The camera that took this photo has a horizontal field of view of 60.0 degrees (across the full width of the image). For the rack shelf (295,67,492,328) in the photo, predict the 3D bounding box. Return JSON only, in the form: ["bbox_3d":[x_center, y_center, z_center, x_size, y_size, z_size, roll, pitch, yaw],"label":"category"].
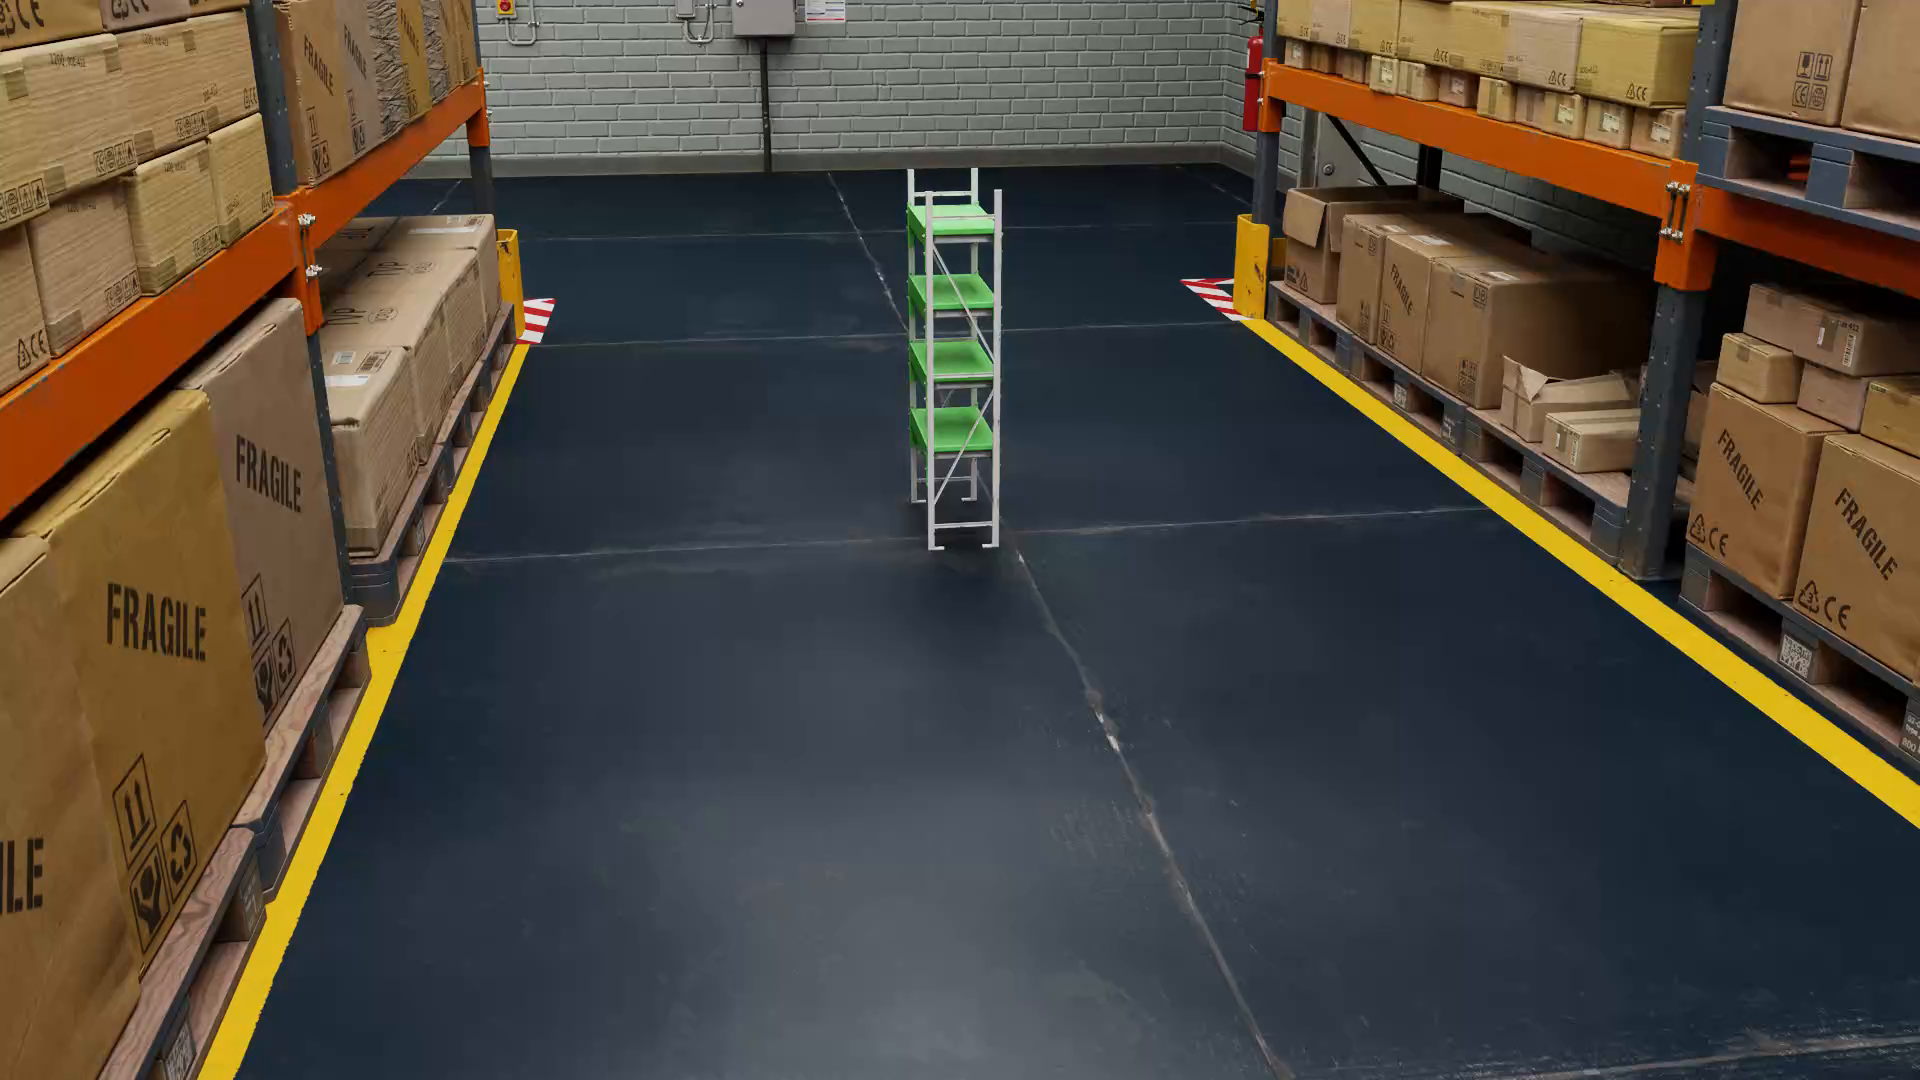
[{"bbox_3d":[-2.543,-1.415,6.244,1.077,0.370,4.000,-3,21,-8],"label":"rack shelf"}]

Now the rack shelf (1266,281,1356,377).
[{"bbox_3d":[-11.733,0.255,1.034,30.696,2.800,11.642,-3,21,-8],"label":"rack shelf"}]

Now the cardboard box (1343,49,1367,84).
[{"bbox_3d":[1.986,-2.185,7.638,0.380,0.149,0.250,-2,21,-6],"label":"cardboard box"}]

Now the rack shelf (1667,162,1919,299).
[{"bbox_3d":[2.944,-0.281,3.210,1.077,0.370,4.000,-3,21,-8],"label":"rack shelf"}]

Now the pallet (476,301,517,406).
[{"bbox_3d":[-2.639,-0.865,7.730,1.003,0.211,1.213,-3,21,-8],"label":"pallet"}]

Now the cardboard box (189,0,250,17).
[{"bbox_3d":[-1.942,-1.432,3.692,0.500,0.500,0.500,-2,21,-6],"label":"cardboard box"}]

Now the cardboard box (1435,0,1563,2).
[{"bbox_3d":[2.095,-2.426,6.642,0.500,0.500,0.500,-2,21,-6],"label":"cardboard box"}]

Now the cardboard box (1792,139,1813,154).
[{"bbox_3d":[2.878,-1.323,5.331,0.380,0.149,0.250,-3,21,-8],"label":"cardboard box"}]

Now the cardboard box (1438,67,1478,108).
[{"bbox_3d":[2.155,-1.826,6.677,0.380,0.149,0.250,-3,21,-8],"label":"cardboard box"}]

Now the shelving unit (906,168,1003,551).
[{"bbox_3d":[-0.024,-0.619,5.660,0.258,1.200,0.503,-3,21,-8],"label":"shelving unit"}]

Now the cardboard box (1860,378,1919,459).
[{"bbox_3d":[2.609,-0.322,4.338,0.380,0.149,0.250,-4,21,-11],"label":"cardboard box"}]

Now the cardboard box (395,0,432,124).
[{"bbox_3d":[-2.272,-1.807,6.124,0.500,0.500,0.500,-2,21,-6],"label":"cardboard box"}]

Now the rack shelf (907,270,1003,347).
[{"bbox_3d":[-0.024,-0.784,5.598,0.258,0.148,0.480,-3,21,-8],"label":"rack shelf"}]

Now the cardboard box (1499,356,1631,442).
[{"bbox_3d":[2.234,-0.528,6.151,0.396,0.266,0.258,-2,21,-6],"label":"cardboard box"}]

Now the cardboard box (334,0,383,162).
[{"bbox_3d":[-2.132,-1.456,5.185,0.500,0.500,0.500,-3,21,-7],"label":"cardboard box"}]

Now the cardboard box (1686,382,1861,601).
[{"bbox_3d":[2.503,-0.158,4.823,0.500,0.500,0.500,-2,21,-5],"label":"cardboard box"}]

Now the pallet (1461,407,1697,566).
[{"bbox_3d":[2.558,-0.242,6.063,1.003,0.211,1.213,-3,21,-8],"label":"pallet"}]

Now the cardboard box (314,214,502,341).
[{"bbox_3d":[-2.638,-1.217,7.749,0.875,0.438,0.875,-4,21,-10],"label":"cardboard box"}]

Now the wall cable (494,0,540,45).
[{"bbox_3d":[-3.668,-4.886,13.013,0.585,1.953,0.123,-3,21,-8],"label":"wall cable"}]

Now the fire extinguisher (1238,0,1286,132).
[{"bbox_3d":[1.601,-2.512,8.799,0.296,0.674,0.183,-3,21,-8],"label":"fire extinguisher"}]

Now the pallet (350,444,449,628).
[{"bbox_3d":[-2.287,-0.020,5.468,1.003,0.211,1.213,-3,21,-8],"label":"pallet"}]

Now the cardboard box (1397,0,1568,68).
[{"bbox_3d":[2.122,-2.068,6.756,0.500,0.250,0.500,-3,21,-9],"label":"cardboard box"}]

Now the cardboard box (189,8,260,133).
[{"bbox_3d":[-1.951,-1.083,3.828,0.500,0.250,0.500,-3,21,-8],"label":"cardboard box"}]

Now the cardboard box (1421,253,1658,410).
[{"bbox_3d":[2.308,-0.847,6.670,0.700,0.500,0.500,-4,21,-10],"label":"cardboard box"}]

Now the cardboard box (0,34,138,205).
[{"bbox_3d":[-1.791,-0.731,2.886,0.500,0.250,0.500,-2,21,-6],"label":"cardboard box"}]

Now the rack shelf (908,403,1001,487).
[{"bbox_3d":[-0.024,-0.335,5.766,0.258,0.148,0.480,-3,21,-8],"label":"rack shelf"}]

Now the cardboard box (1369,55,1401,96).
[{"bbox_3d":[1.992,-2.002,7.148,0.380,0.149,0.250,-4,21,-9],"label":"cardboard box"}]

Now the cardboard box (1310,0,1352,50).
[{"bbox_3d":[1.951,-2.419,7.696,0.500,0.250,0.500,-3,21,-7],"label":"cardboard box"}]

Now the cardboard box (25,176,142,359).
[{"bbox_3d":[-1.815,-0.494,2.966,0.500,0.250,0.500,-3,21,-9],"label":"cardboard box"}]

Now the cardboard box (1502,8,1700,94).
[{"bbox_3d":[2.254,-1.717,5.814,0.500,0.250,0.500,-3,21,-8],"label":"cardboard box"}]

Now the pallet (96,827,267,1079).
[{"bbox_3d":[-1.890,0.934,2.914,1.003,0.211,1.213,-3,21,-8],"label":"pallet"}]

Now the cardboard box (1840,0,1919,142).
[{"bbox_3d":[2.579,-1.196,3.889,0.700,0.500,0.500,-3,21,-7],"label":"cardboard box"}]

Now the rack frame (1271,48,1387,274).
[{"bbox_3d":[2.076,-2.695,8.646,0.949,2.616,0.053,-3,21,-8],"label":"rack frame"}]

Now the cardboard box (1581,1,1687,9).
[{"bbox_3d":[2.700,-1.917,6.351,0.500,0.250,0.500,-2,21,-7],"label":"cardboard box"}]

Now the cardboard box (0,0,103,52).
[{"bbox_3d":[-1.807,-1.077,2.741,0.500,0.500,0.500,-2,21,-6],"label":"cardboard box"}]

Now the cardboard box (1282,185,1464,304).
[{"bbox_3d":[2.074,-1.506,8.430,0.797,0.503,0.637,-4,21,-10],"label":"cardboard box"}]

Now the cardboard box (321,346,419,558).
[{"bbox_3d":[-2.239,-0.278,5.236,0.875,0.438,0.875,-3,21,-9],"label":"cardboard box"}]

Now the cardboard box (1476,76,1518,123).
[{"bbox_3d":[2.164,-1.648,6.200,0.380,0.149,0.250,-3,21,-9],"label":"cardboard box"}]

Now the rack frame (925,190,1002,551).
[{"bbox_3d":[0.011,-0.535,5.433,0.240,1.200,0.015,-3,21,-8],"label":"rack frame"}]

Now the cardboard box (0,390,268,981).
[{"bbox_3d":[-1.949,0.263,3.163,0.875,0.875,0.875,-2,21,-6],"label":"cardboard box"}]

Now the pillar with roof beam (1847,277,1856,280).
[{"bbox_3d":[-0.812,-4.190,4.075,9.100,9.000,0.400,-3,21,-8],"label":"pillar with roof beam"}]
